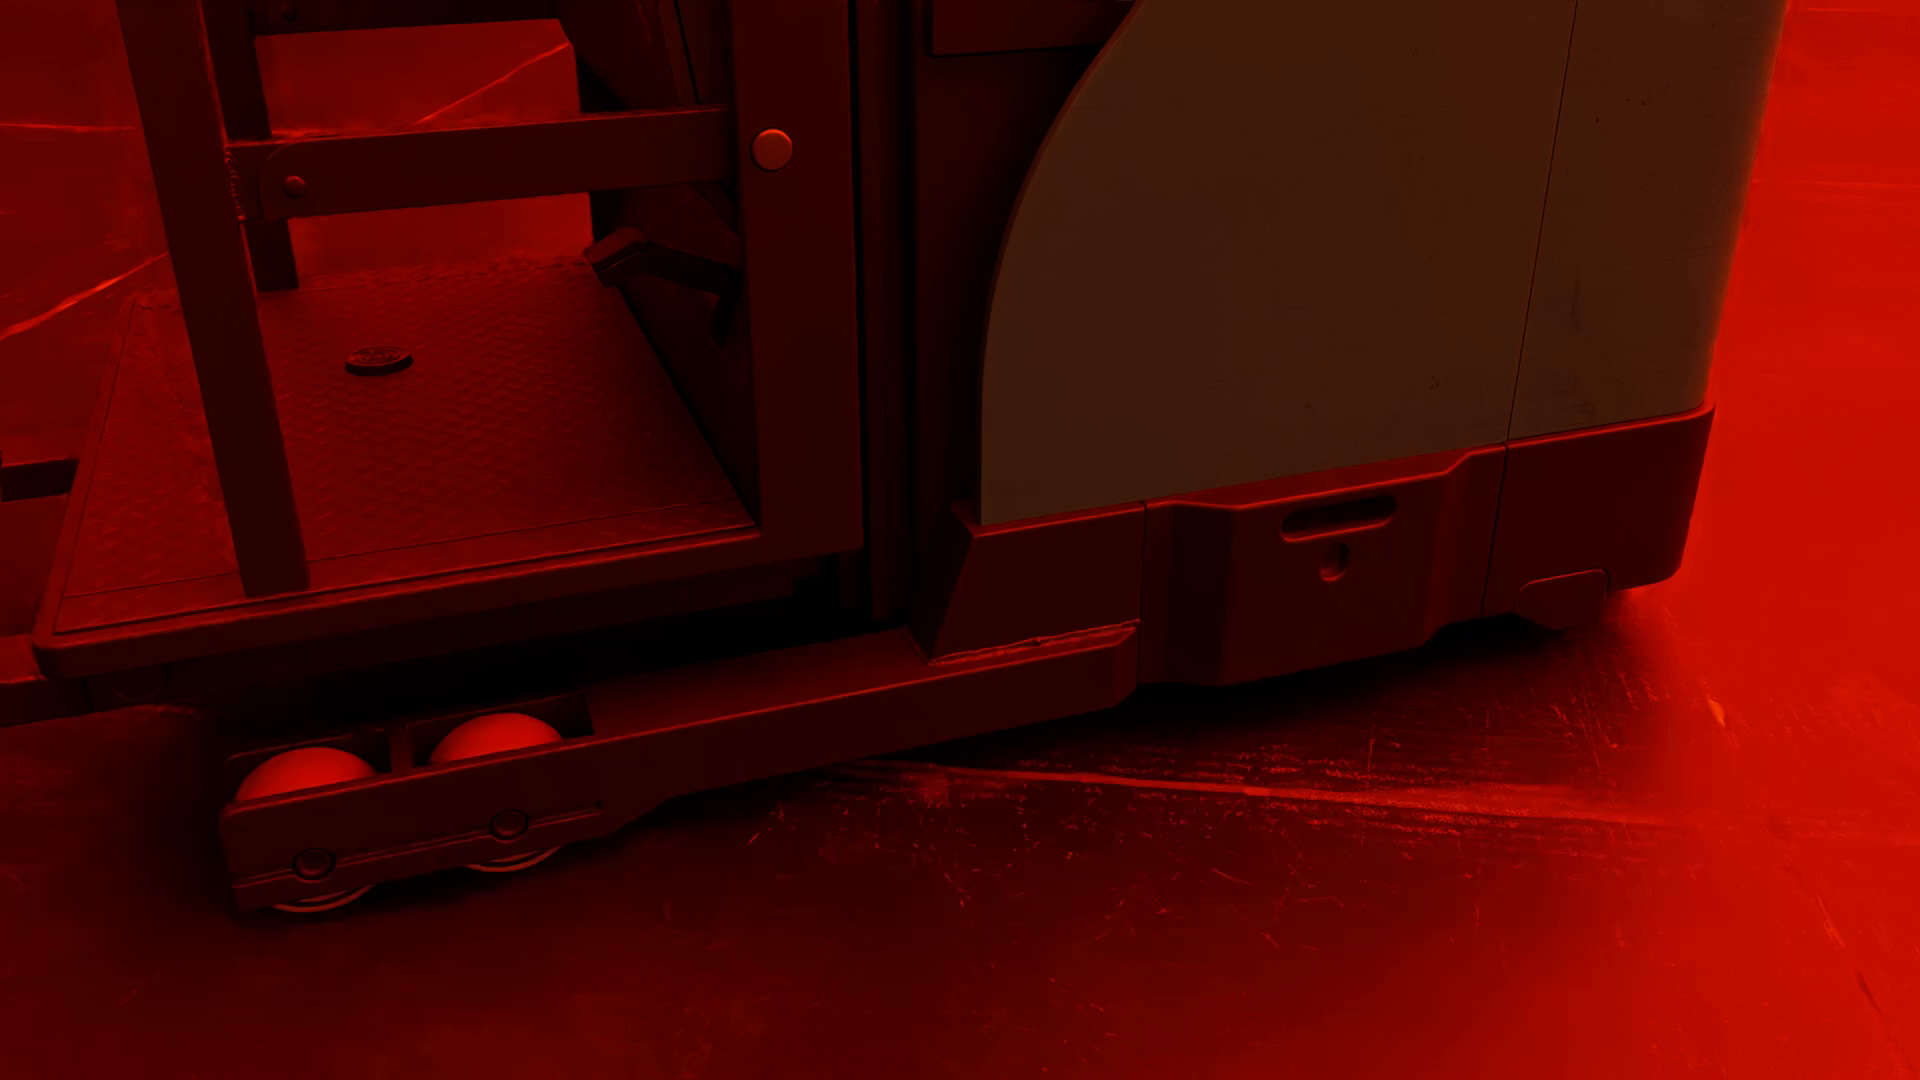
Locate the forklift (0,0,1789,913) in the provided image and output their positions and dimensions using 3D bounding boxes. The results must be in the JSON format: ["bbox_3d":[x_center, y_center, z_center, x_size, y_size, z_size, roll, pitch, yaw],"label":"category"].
[{"bbox_3d":[-0.579,-1.192,1.606,3.031,2.935,1.130,-9,28,-18],"label":"forklift"}]
